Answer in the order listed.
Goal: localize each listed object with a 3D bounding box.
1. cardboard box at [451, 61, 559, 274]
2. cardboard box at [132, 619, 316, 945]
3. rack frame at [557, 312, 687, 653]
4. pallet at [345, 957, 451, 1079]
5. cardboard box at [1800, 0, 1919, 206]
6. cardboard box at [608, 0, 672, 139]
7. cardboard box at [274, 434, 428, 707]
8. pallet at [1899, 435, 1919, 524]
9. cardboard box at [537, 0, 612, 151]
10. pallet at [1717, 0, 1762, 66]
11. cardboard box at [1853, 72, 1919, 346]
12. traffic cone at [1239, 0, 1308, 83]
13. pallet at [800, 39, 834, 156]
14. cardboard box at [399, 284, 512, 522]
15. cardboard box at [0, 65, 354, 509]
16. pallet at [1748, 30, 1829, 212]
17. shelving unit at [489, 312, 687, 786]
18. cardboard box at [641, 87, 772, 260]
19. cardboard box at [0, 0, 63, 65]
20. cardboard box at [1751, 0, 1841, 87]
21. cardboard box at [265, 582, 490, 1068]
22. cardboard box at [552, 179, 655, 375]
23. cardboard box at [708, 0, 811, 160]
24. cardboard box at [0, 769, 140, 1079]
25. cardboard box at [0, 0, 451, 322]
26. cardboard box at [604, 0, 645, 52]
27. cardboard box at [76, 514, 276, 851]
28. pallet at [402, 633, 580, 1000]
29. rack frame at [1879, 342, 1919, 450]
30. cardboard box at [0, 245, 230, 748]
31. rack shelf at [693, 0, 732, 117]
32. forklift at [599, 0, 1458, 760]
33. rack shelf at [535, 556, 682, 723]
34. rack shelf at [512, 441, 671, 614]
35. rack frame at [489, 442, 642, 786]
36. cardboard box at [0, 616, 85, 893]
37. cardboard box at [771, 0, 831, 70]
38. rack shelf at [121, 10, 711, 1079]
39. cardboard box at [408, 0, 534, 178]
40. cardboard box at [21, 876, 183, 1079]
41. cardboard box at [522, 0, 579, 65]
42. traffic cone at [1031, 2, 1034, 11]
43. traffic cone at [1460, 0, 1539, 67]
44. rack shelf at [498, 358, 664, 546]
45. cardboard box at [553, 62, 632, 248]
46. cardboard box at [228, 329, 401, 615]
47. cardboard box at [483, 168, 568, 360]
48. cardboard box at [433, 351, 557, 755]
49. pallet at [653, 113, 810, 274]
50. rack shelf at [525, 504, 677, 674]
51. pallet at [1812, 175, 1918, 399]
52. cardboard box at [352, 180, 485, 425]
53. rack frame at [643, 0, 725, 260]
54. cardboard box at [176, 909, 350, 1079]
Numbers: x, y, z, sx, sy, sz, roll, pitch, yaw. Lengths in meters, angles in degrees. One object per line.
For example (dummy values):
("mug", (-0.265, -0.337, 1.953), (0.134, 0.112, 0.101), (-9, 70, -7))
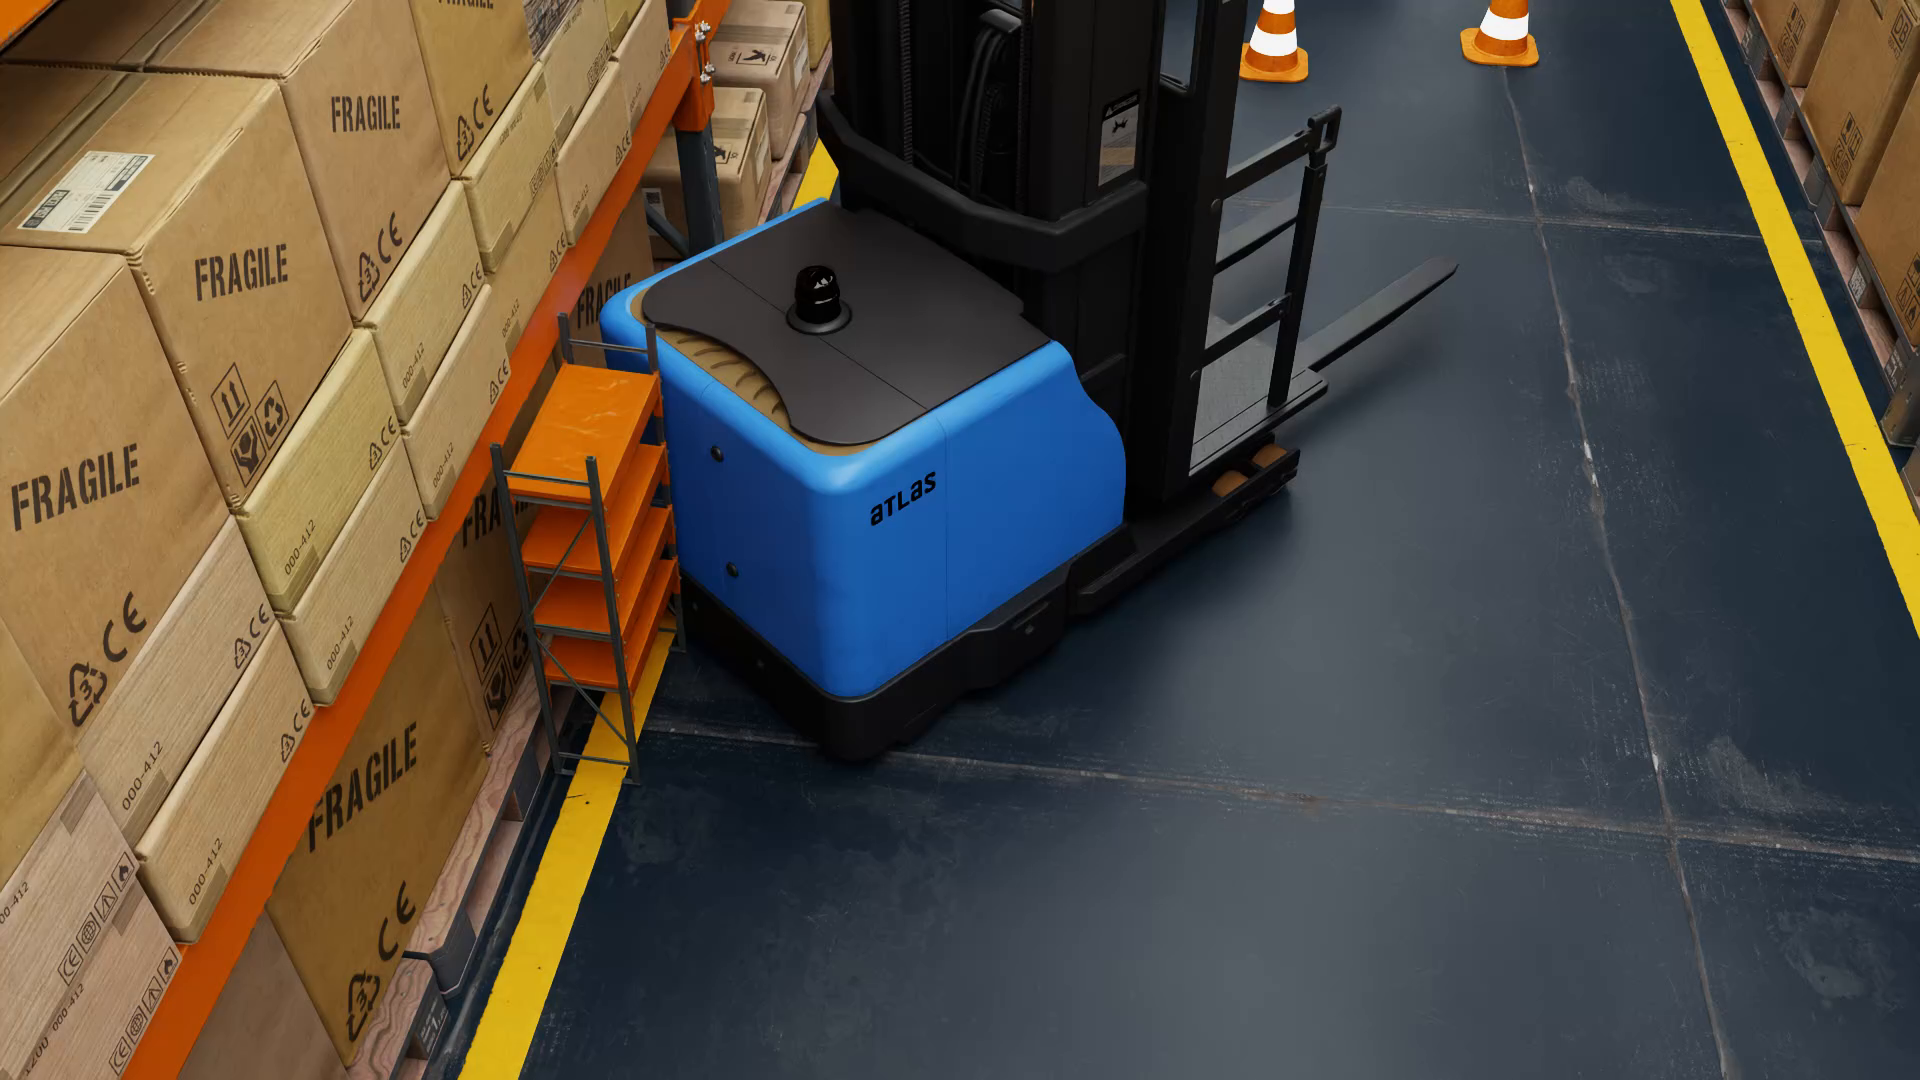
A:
("cardboard box", (-1.226, -0.851, 3.712), (0.500, 0.250, 0.500), (4, 44, 4))
("cardboard box", (-1.444, 0.375, 2.782), (0.500, 0.250, 0.500), (4, 44, 4))
("rack frame", (-0.892, -0.112, 4.472), (0.240, 1.200, 0.015), (8, 45, 4))
("pallet", (-1.804, 1.429, 3.588), (1.003, 0.211, 1.213), (5, 44, 6))
("cardboard box", (3.900, -1.735, 6.231), (1.050, 0.750, 0.750), (6, 44, 6))
("cardboard box", (-1.112, -1.355, 4.608), (0.500, 0.250, 0.500), (4, 44, 4))
("cardboard box", (-1.361, 0.027, 3.149), (0.500, 0.250, 0.500), (5, 44, 5))
("pallet", (3.513, 0.149, 4.939), (1.003, 0.211, 1.213), (5, 44, 6))
("cardboard box", (-1.179, -1.201, 4.083), (0.500, 0.250, 0.500), (4, 44, 4))
("pallet", (4.119, -2.577, 7.818), (1.003, 0.211, 1.213), (5, 44, 6))
("cardboard box", (3.787, -1.139, 5.602), (1.050, 0.750, 0.750), (5, 44, 5))
("traffic cone", (1.403, -2.321, 7.365), (0.336, 0.463, 0.334), (5, 44, 6))
("pallet", (-1.034, -2.126, 7.342), (1.003, 0.211, 1.213), (5, 44, 6))
("cardboard box", (-1.286, -0.313, 3.508), (0.500, 0.250, 0.500), (5, 44, 5))
("cardboard box", (-1.379, -0.415, 2.707), (0.500, 0.500, 0.500), (4, 44, 4))
("pallet", (3.960, -1.743, 6.937), (1.003, 0.211, 1.213), (5, 44, 6))
("shelving unit", (-0.926, 0.057, 4.300), (0.258, 1.200, 0.503), (8, 45, 4))
("cardboard box", (-1.218, -1.360, 6.110), (0.950, 0.372, 0.625), (3, 43, 3))
("cardboard box", (-1.820, -0.829, 3.144), (0.500, 0.500, 0.500), (6, 44, 6))
("cardboard box", (4.022, -2.369, 6.902), (1.050, 0.750, 0.750), (5, 44, 6))
("cardboard box", (-1.717, 0.522, 3.757), (0.875, 0.875, 0.875), (6, 44, 7))
("cardboard box", (-1.476, -0.695, 5.042), (0.875, 0.875, 0.875), (5, 44, 5))
("cardboard box", (-1.128, -1.863, 6.642), (0.950, 0.372, 0.625), (4, 44, 5))
("cardboard box", (-1.493, 0.548, 2.236), (0.500, 0.250, 0.500), (4, 44, 4))
("cardboard box", (-1.317, -0.768, 3.079), (0.500, 0.500, 0.500), (5, 44, 5))
("cardboard box", (-1.115, -1.551, 4.452), (0.500, 0.250, 0.500), (5, 44, 5))
("cardboard box", (-1.452, 0.190, 2.614), (0.500, 0.250, 0.500), (6, 44, 6))
("pallet", (-1.645, 0.595, 4.468), (1.003, 0.211, 1.213), (5, 44, 6))
("rack frame", (3.618, -1.396, 4.543), (1.000, 3.000, 0.127), (5, 44, 6))
("cardboard box", (-1.448, -0.074, 2.346), (0.500, 0.500, 0.500), (5, 44, 5))
("rack shelf", (-1.038, -2.879, 6.632), (1.077, 0.370, 4.000), (5, 44, 6))
("forklift", (0.457, -1.356, 4.551), (3.031, 2.935, 1.130), (-33, 52, -30))
("rack shelf", (-0.939, 0.245, 4.488), (0.258, 0.148, 0.480), (8, 45, 4))
("rack shelf", (-0.918, -0.053, 4.190), (0.258, 0.148, 0.480), (8, 45, 4))
("rack frame", (-0.960, 0.227, 4.128), (0.240, 1.200, 0.015), (8, 45, 4))
("cardboard box", (-1.488, 0.276, 1.977), (0.500, 0.500, 0.500), (6, 44, 6))
("cardboard box", (-1.022, -2.380, 7.187), (0.950, 0.372, 0.625), (7, 44, 7))
("rack shelf", (-1.567, -0.153, 3.753), (1.077, 0.370, 4.000), (5, 44, 6))
("cardboard box", (-1.243, -1.112, 3.443), (0.500, 0.500, 0.500), (5, 44, 6))
("cardboard box", (-1.511, 0.727, 2.409), (0.500, 0.250, 0.500), (4, 44, 5))
("cardboard box", (-1.171, -1.450, 3.800), (0.500, 0.500, 0.500), (6, 44, 6))
("traffic cone", (0.450, -2.610, 7.670), (0.336, 0.463, 0.334), (5, 44, 6))
("traffic cone", (2.472, -2.424, 7.474), (0.336, 0.463, 0.334), (5, 44, 6))
("rack shelf", (-0.907, -0.221, 4.023), (0.258, 0.148, 0.480), (8, 45, 4))
("cardboard box", (-1.164, -1.005, 4.239), (0.500, 0.250, 0.500), (6, 44, 6))
("cardboard box", (-1.359, -0.152, 2.974), (0.500, 0.250, 0.500), (6, 44, 6))
("cardboard box", (-1.246, -0.663, 3.878), (0.500, 0.250, 0.500), (5, 44, 5))
("cardboard box", (-1.598, -0.088, 4.401), (0.875, 0.875, 0.875), (6, 44, 6))
("pallet", (-1.198, -1.297, 6.466), (1.003, 0.211, 1.213), (5, 44, 6))
("rack shelf", (-0.929, 0.105, 4.348), (0.258, 0.148, 0.480), (8, 45, 4))
("pallet", (3.797, -0.914, 6.062), (1.003, 0.211, 1.213), (5, 44, 6))
("cardboard box", (-1.294, -0.497, 3.338), (0.500, 0.250, 0.500), (4, 44, 4))
("rack frame", (-1.302, -1.777, 4.945), (1.000, 3.000, 0.127), (5, 44, 6))
("cardboard box", (-1.828, 1.138, 3.106), (0.875, 0.875, 0.875), (6, 44, 7))
